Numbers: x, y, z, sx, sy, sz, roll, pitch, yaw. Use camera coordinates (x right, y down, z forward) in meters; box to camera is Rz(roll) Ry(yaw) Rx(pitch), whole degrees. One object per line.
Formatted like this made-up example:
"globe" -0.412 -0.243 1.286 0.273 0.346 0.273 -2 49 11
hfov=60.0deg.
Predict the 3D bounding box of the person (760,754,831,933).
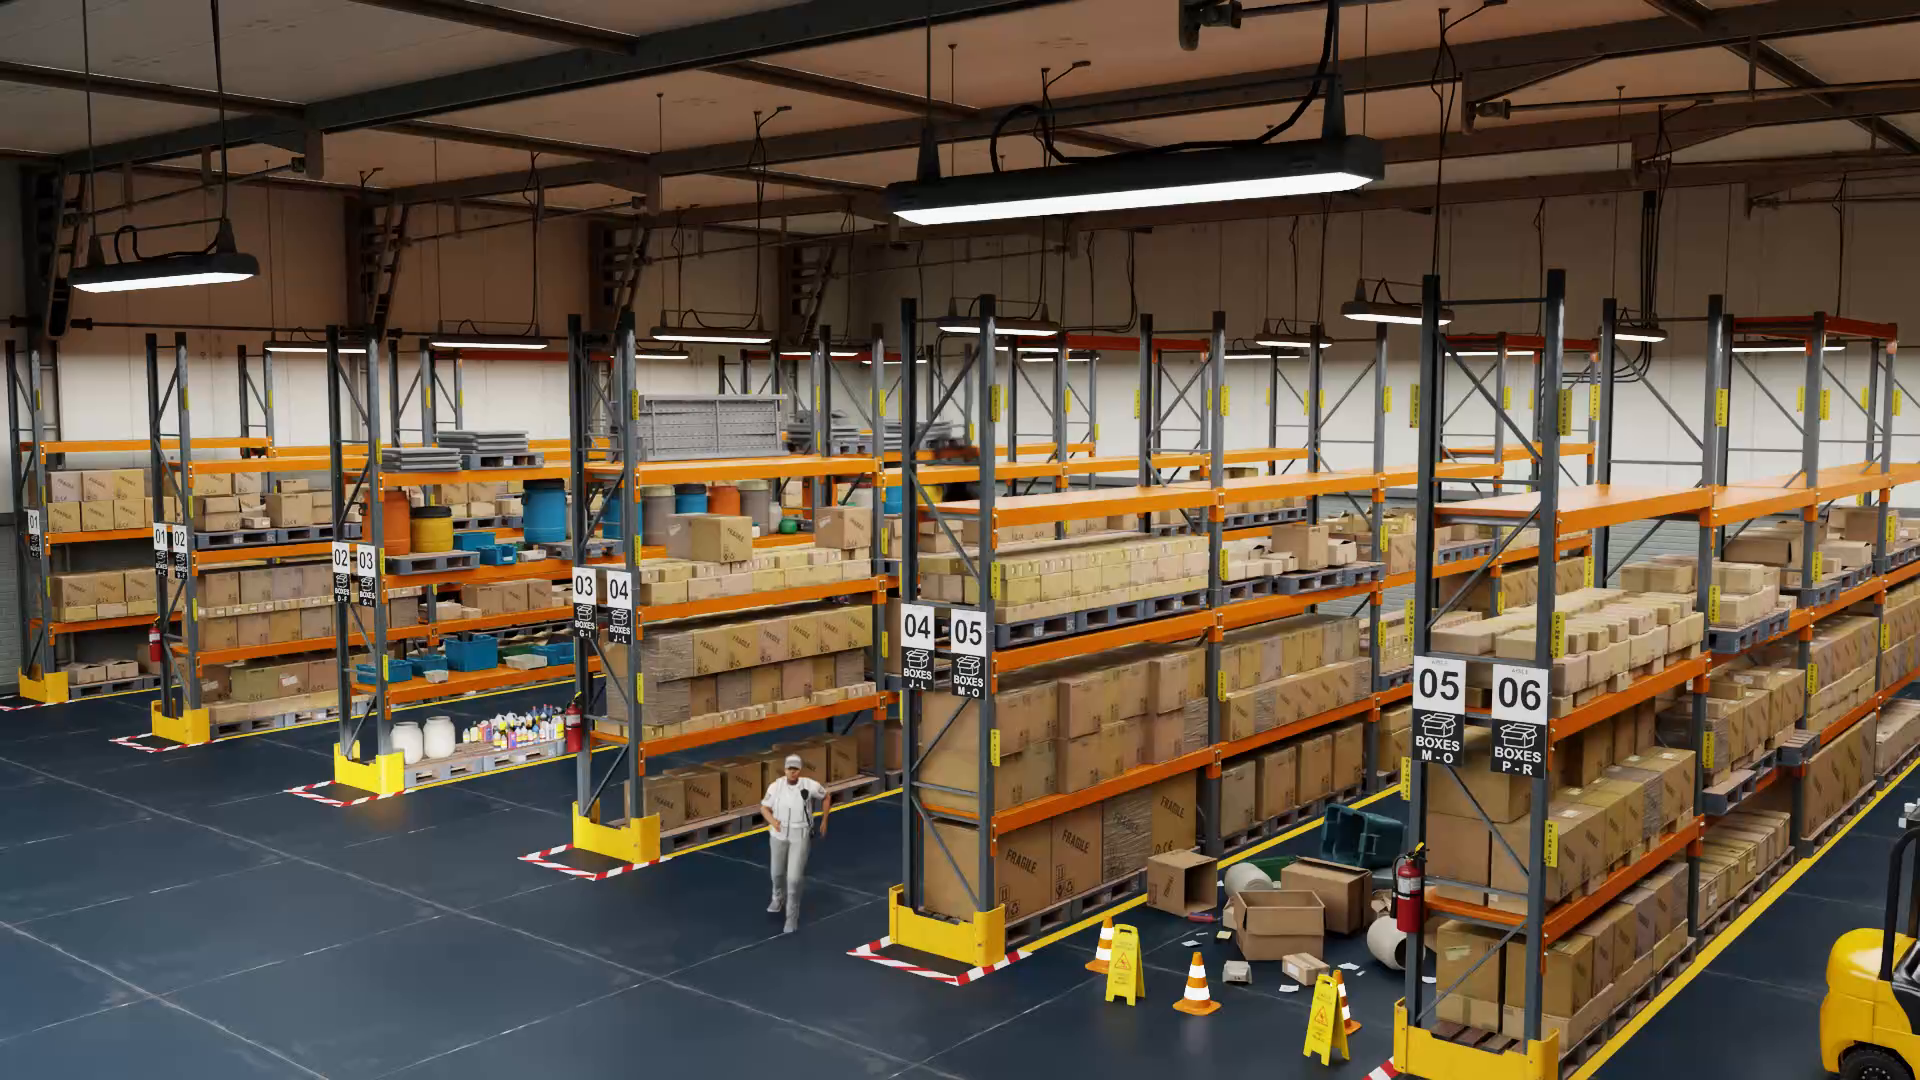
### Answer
"person" -1.609 2.913 16.091 0.622 1.729 0.721 1 5 7
